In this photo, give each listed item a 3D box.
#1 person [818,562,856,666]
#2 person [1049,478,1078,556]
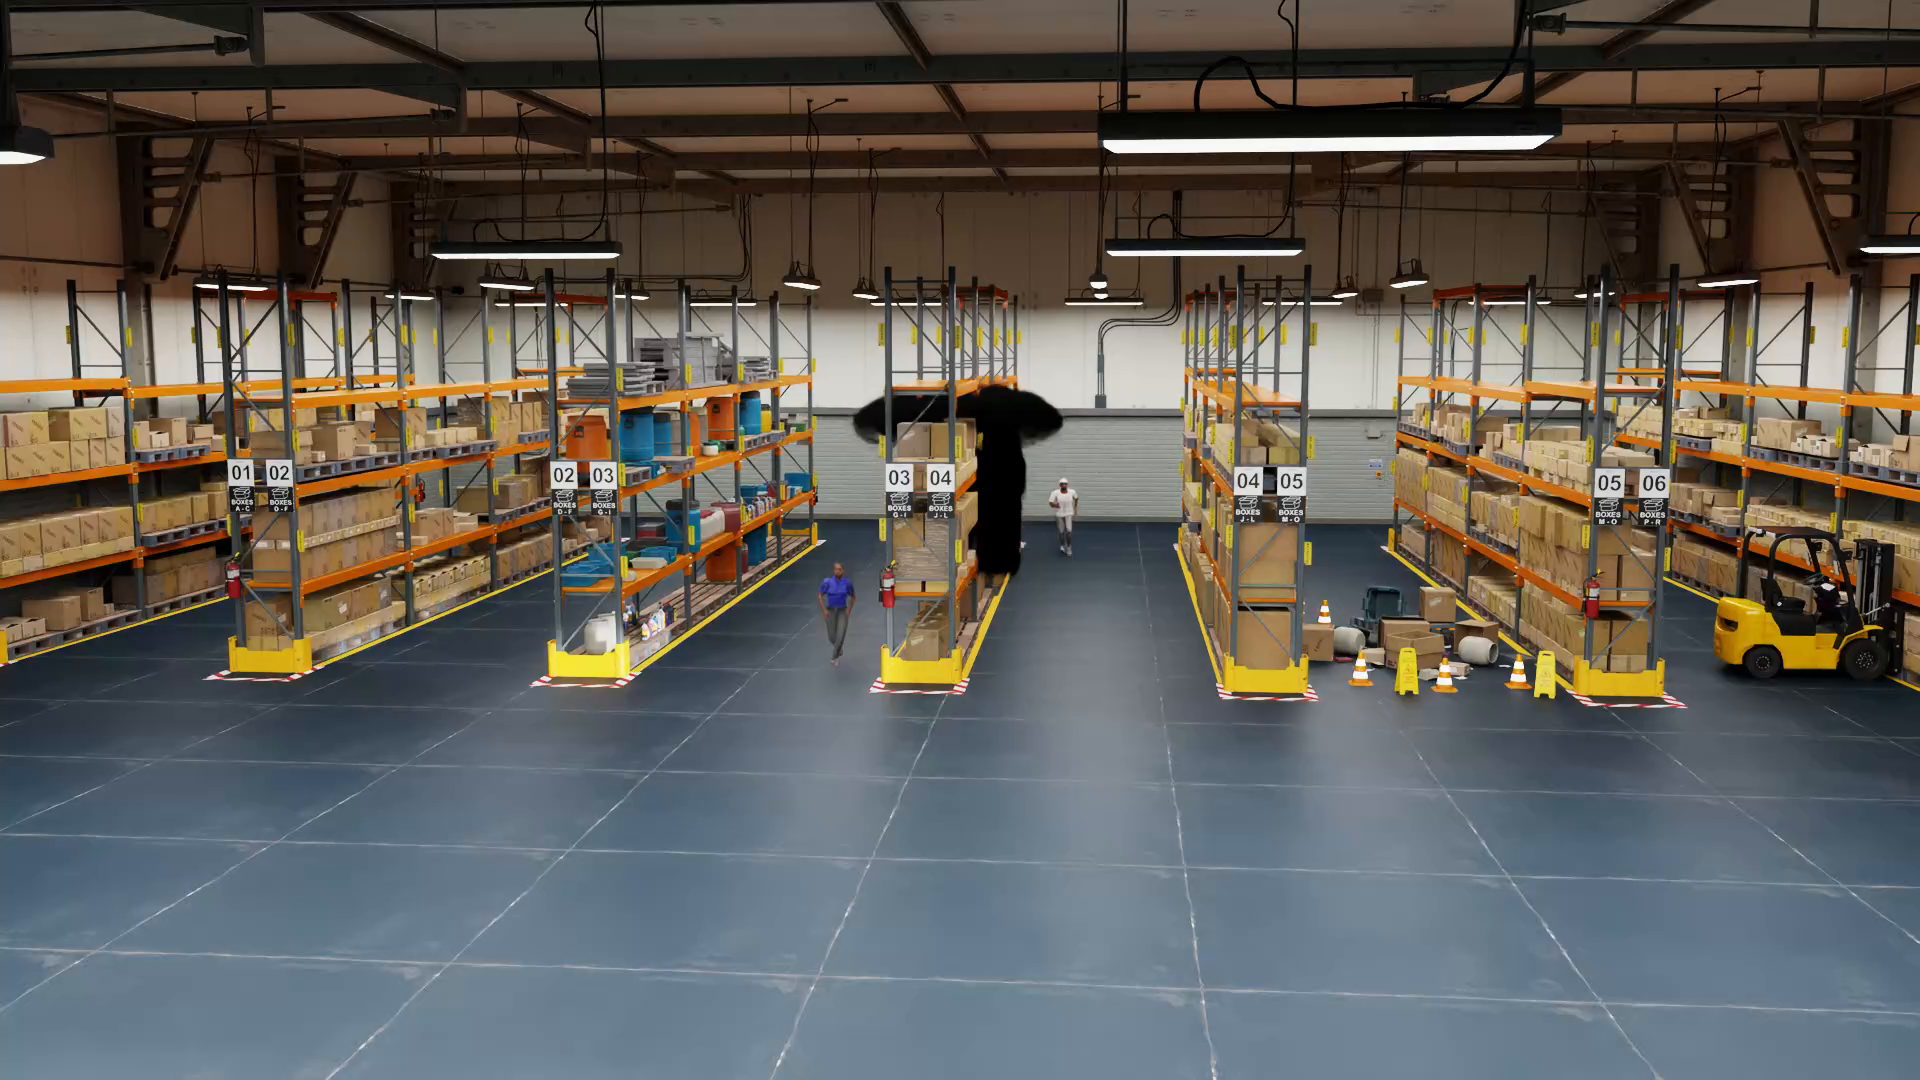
[{"bbox_3d":[-1.882,1.114,25.477,0.573,1.596,0.533,-1,7,-5],"label":"person"},{"bbox_3d":[2.398,-0.539,38.470,0.690,1.806,0.752,0,7,1],"label":"person"}]
